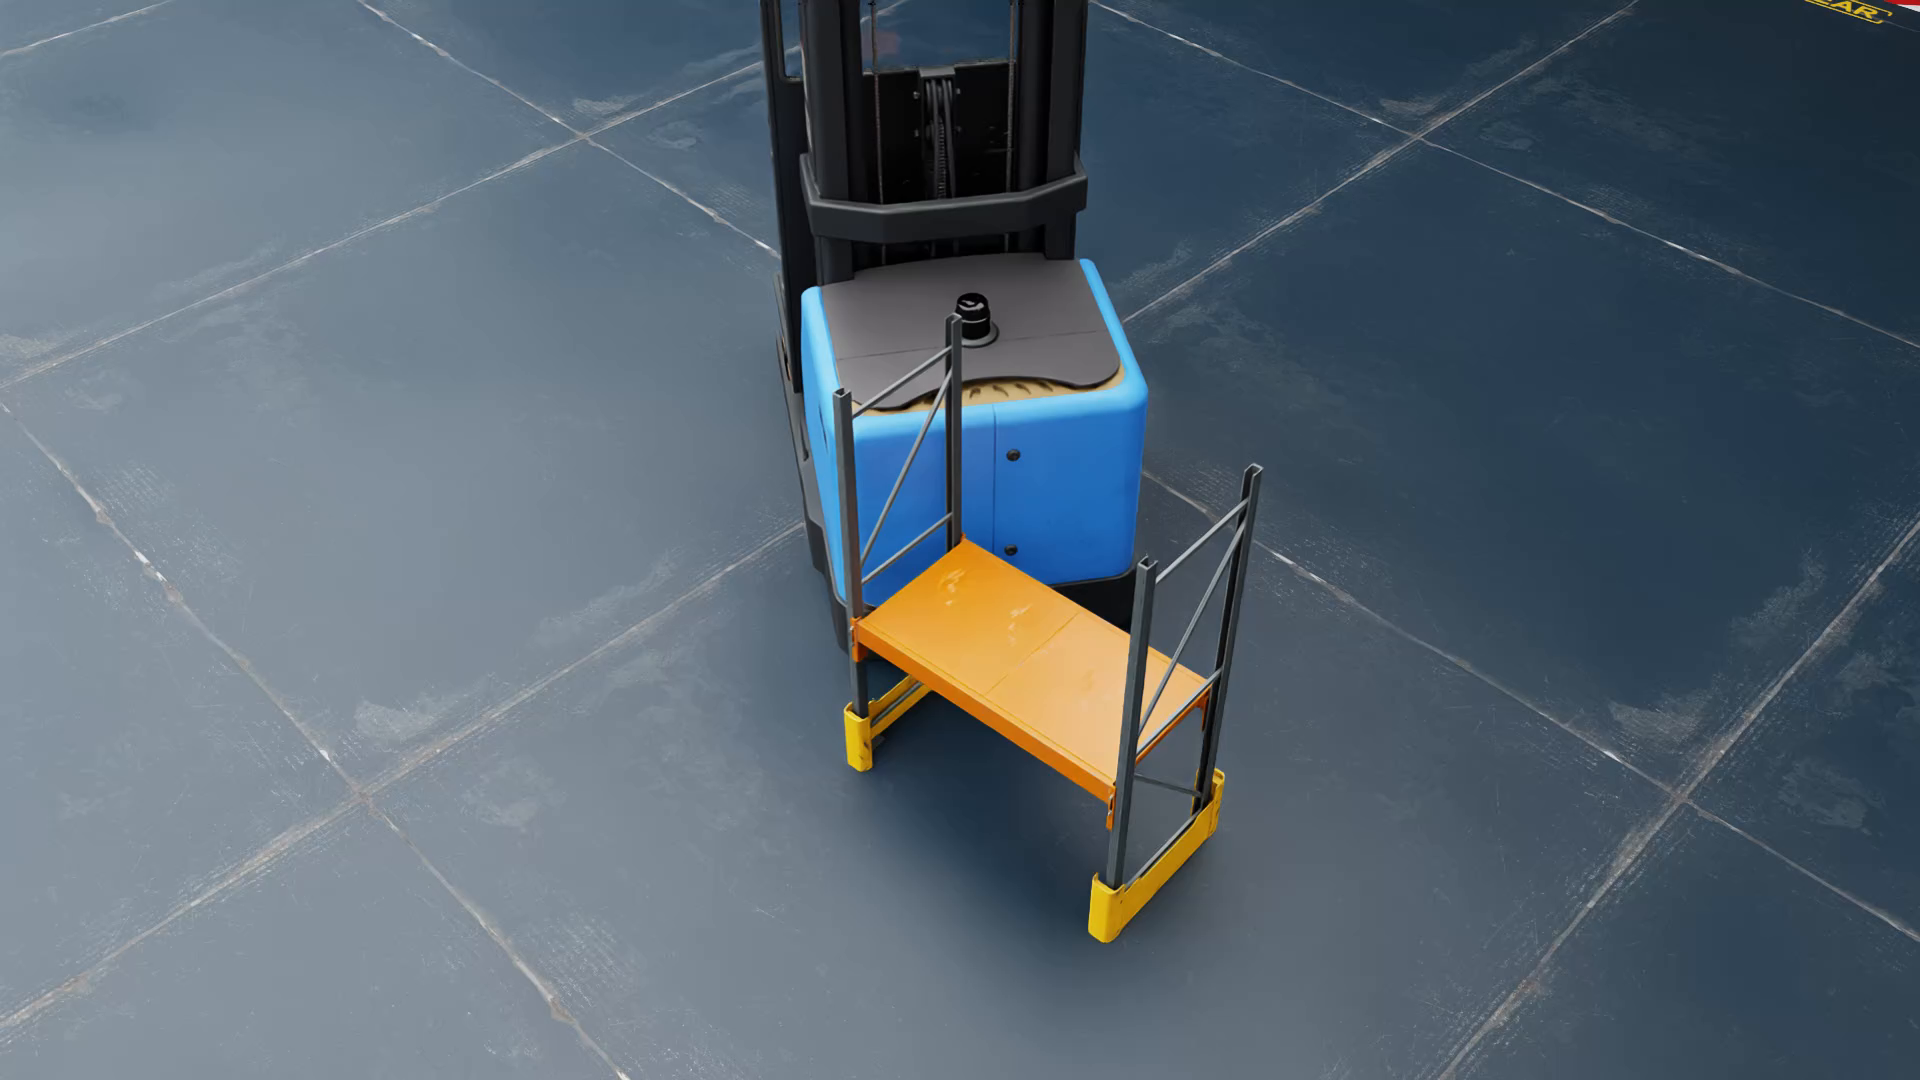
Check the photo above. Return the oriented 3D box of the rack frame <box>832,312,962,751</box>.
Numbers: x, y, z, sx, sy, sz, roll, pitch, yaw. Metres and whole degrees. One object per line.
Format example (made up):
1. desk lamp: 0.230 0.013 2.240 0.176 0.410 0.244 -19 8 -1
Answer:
1. rack frame: -0.169 0.036 5.106 0.032 1.500 0.500 30 51 29

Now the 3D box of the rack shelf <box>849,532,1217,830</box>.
1. rack shelf: 0.215 0.394 4.984 1.000 0.185 0.538 30 51 29

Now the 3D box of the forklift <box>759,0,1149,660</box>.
1. forklift: -0.162 -1.675 5.903 1.130 2.935 3.031 -7 43 -8

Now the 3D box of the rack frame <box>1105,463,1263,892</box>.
1. rack frame: 0.599 0.488 4.617 0.032 1.500 0.500 30 51 29

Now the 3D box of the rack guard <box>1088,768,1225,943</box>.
1. rack guard: 0.598 0.946 5.042 0.087 0.250 0.587 30 51 29

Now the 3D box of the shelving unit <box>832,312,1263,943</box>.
1. shelving unit: 0.222 0.266 4.857 1.083 1.500 0.587 30 51 29

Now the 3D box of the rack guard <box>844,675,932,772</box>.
1. rack guard: -0.154 0.503 5.521 0.087 0.250 0.587 30 51 29
